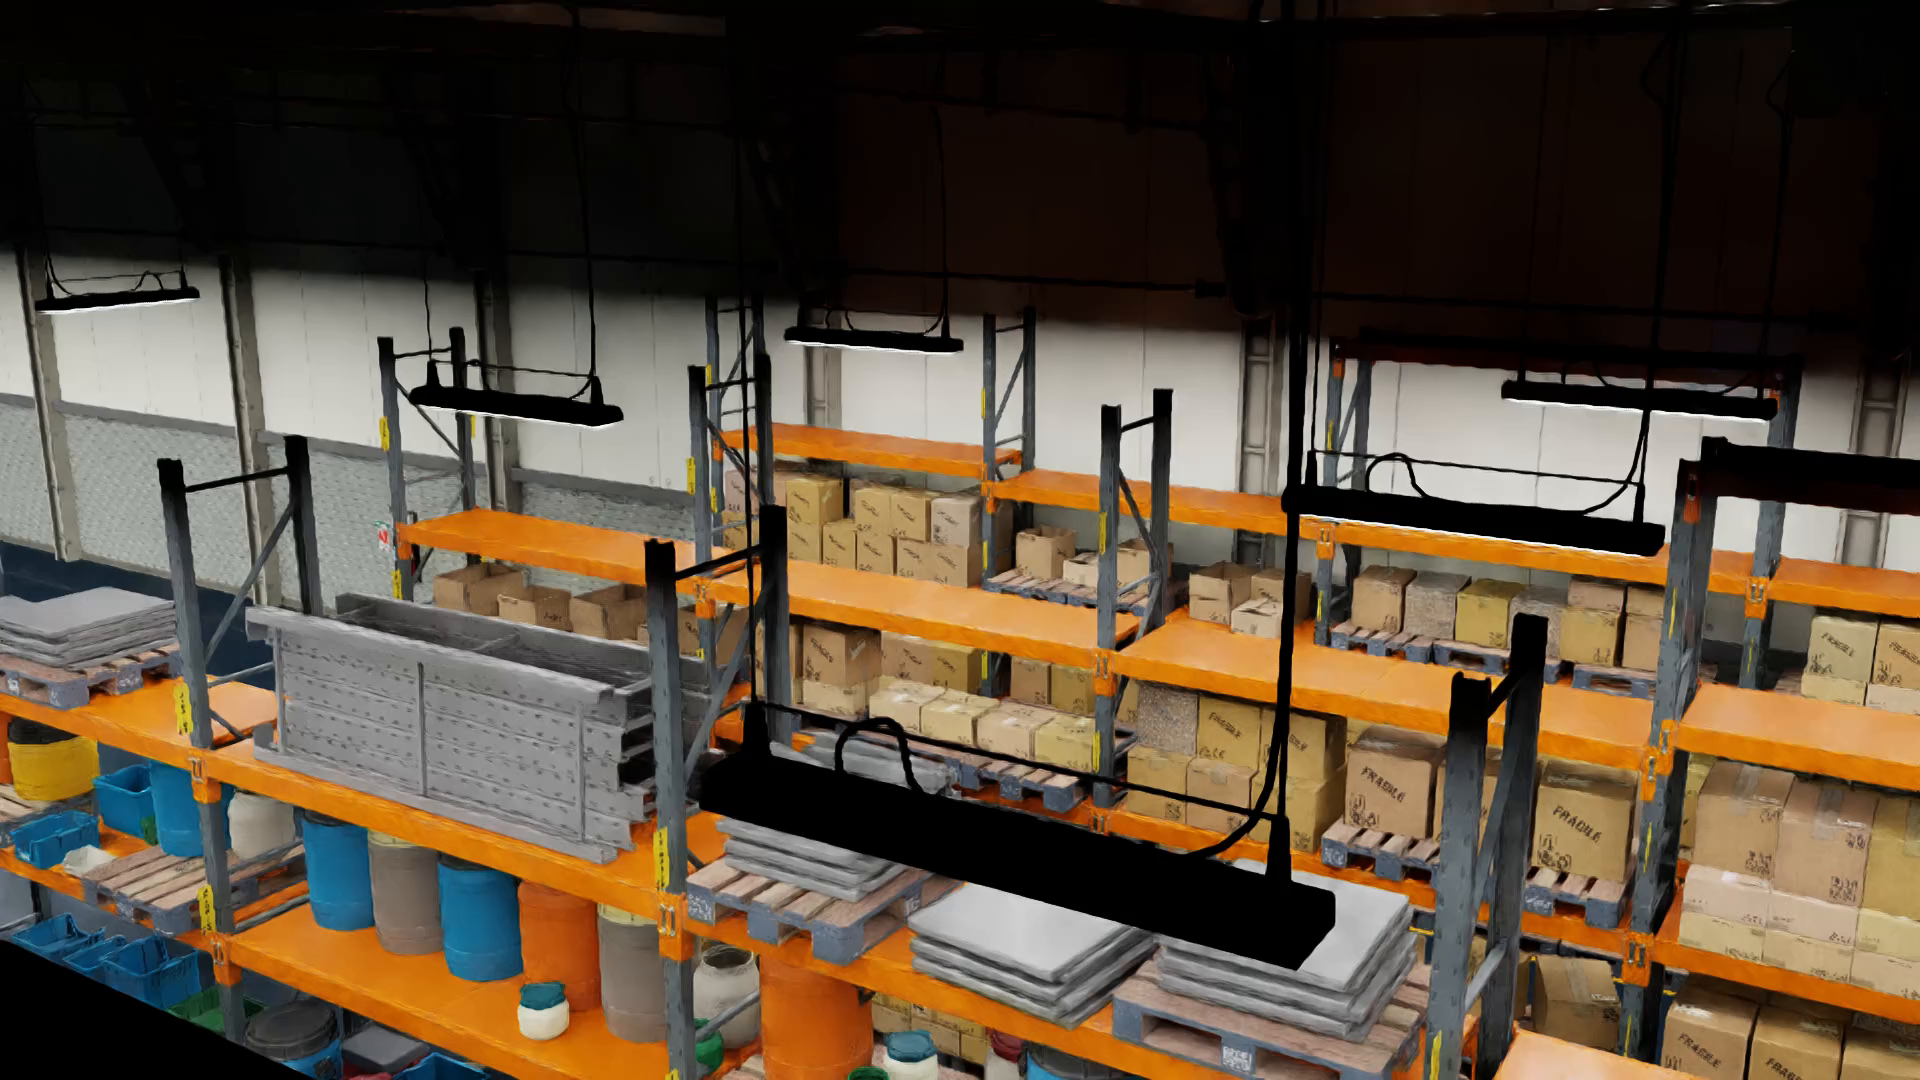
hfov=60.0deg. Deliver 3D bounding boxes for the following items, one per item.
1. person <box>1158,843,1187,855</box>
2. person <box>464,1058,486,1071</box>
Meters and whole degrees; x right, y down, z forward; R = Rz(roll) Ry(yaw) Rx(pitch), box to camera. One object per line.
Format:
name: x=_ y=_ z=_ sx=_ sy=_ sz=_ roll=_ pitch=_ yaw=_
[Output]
person: x=2.095 y=3.208 z=16.876 sx=1.098 sy=1.586 sz=0.448 roll=8 pitch=16 yaw=28
person: x=-3.972 y=3.783 z=14.384 sx=0.836 sy=1.703 sz=0.710 roll=4 pitch=14 yaw=15
